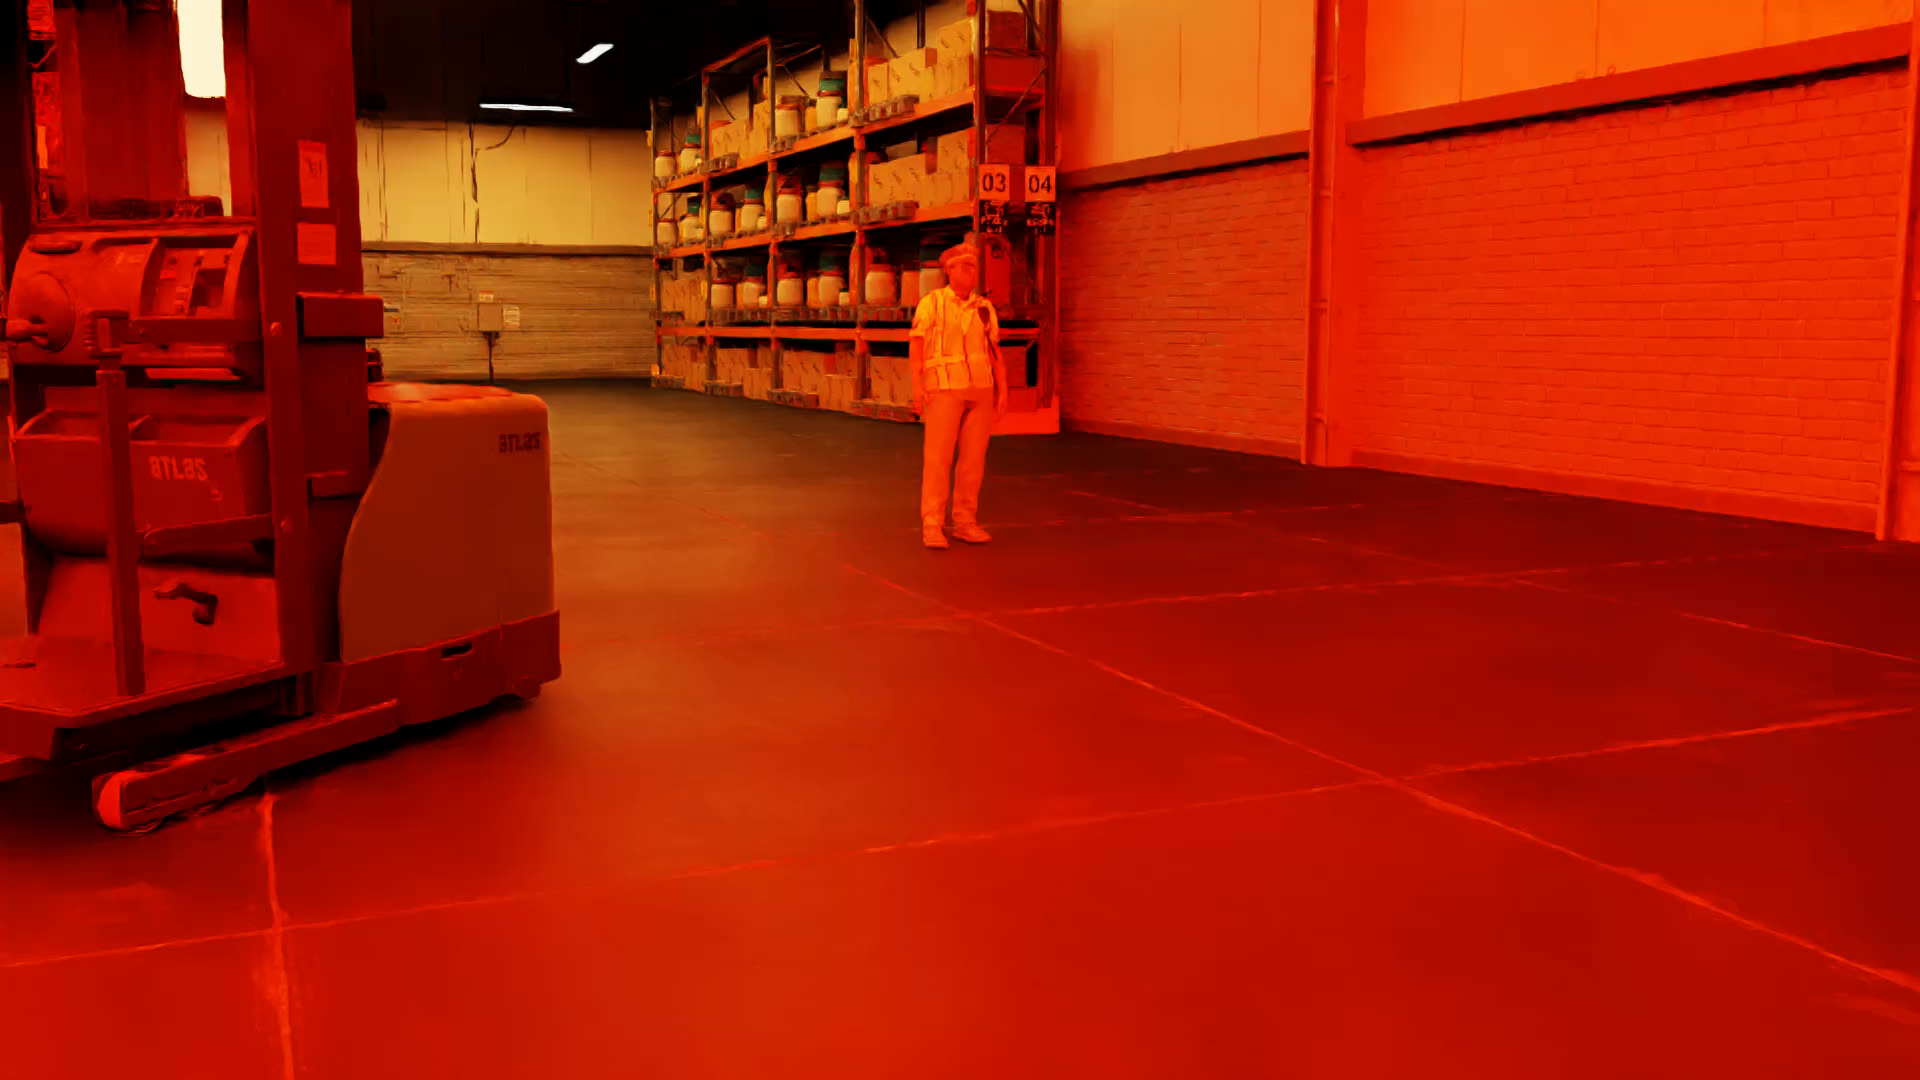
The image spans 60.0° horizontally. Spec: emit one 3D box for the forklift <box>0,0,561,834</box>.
[{"bbox_3d":[-2.495,-0.750,4.628,1.130,2.935,3.031,3,8,24],"label":"forklift"}]

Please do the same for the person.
[{"bbox_3d":[0.020,-0.882,9.961,0.640,1.781,0.574,-3,8,-23],"label":"person"}]
